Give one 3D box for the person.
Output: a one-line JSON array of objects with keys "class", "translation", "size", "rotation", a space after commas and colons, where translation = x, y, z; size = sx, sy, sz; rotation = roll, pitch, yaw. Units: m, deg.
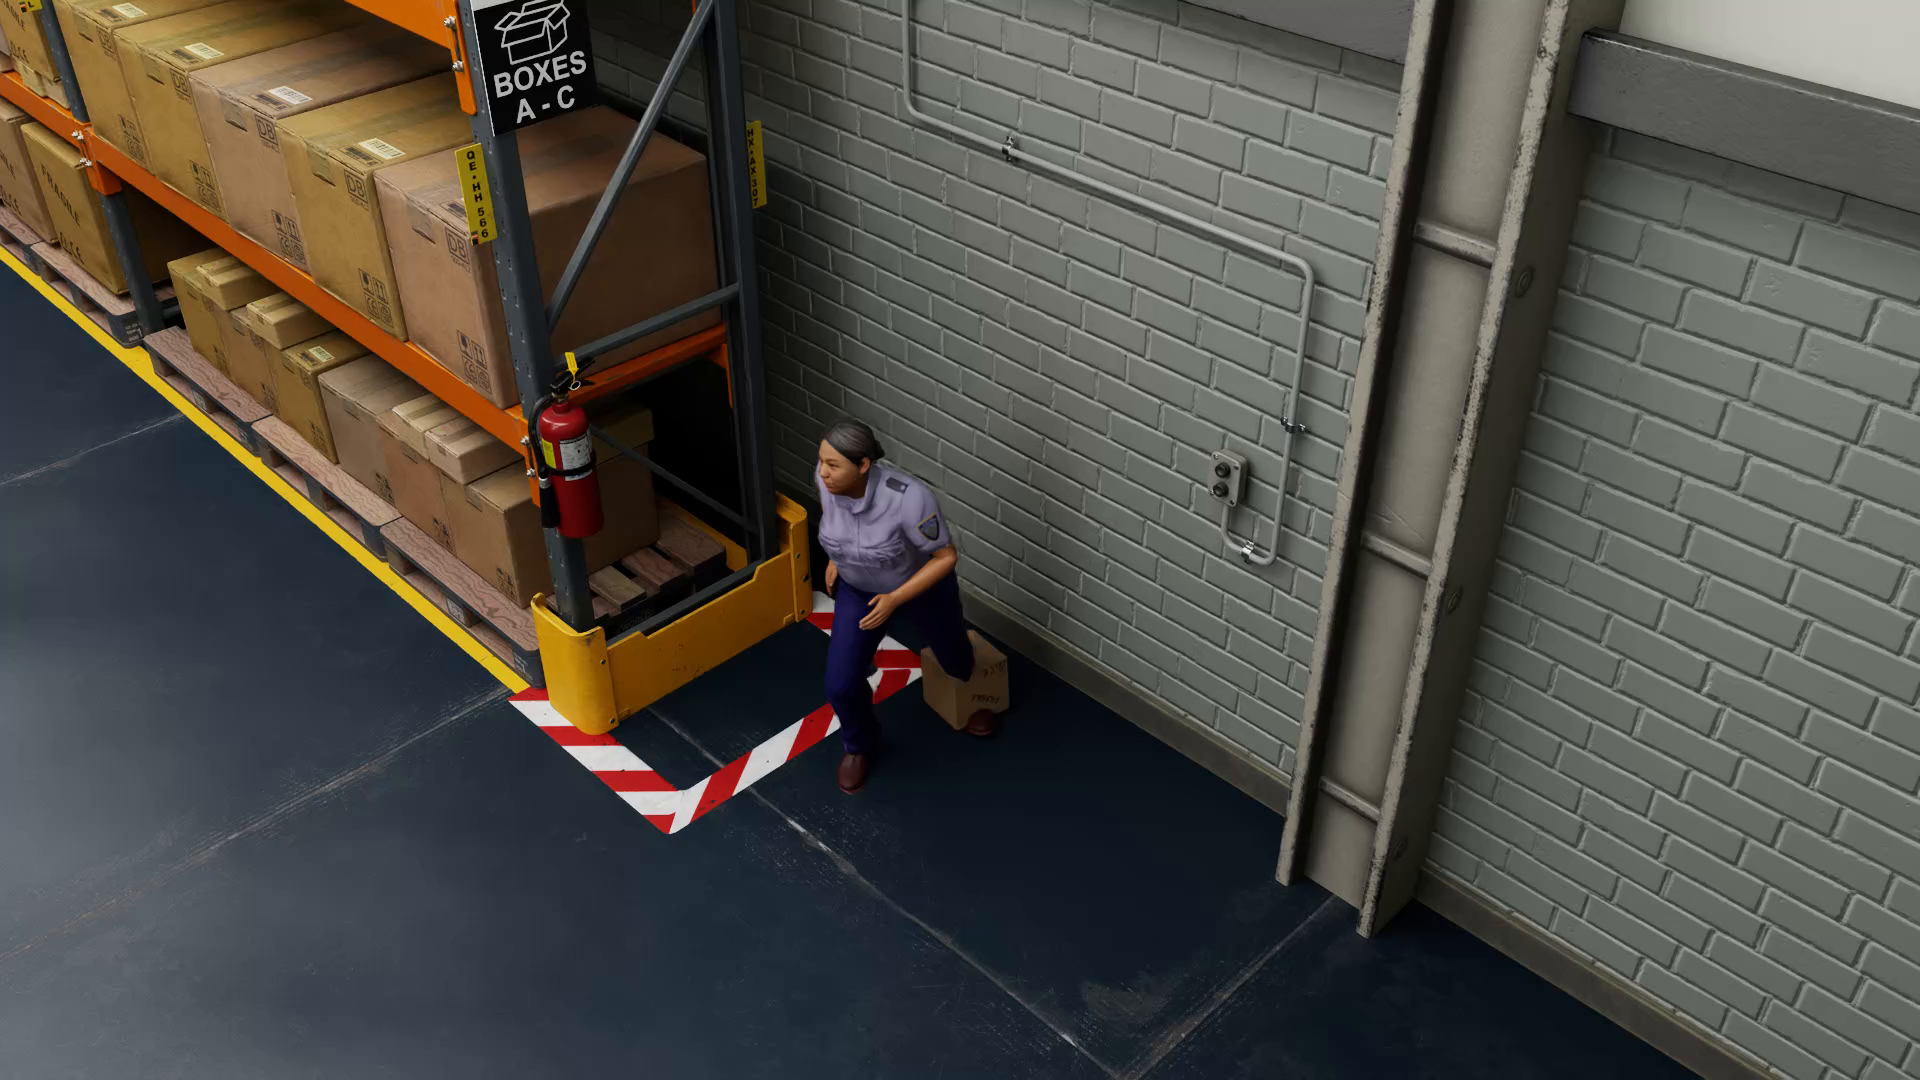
[{"class": "person", "translation": [-0.224, 0.206, 5.955], "size": [0.644, 1.585, 0.825], "rotation": [9, 37, 12]}]
